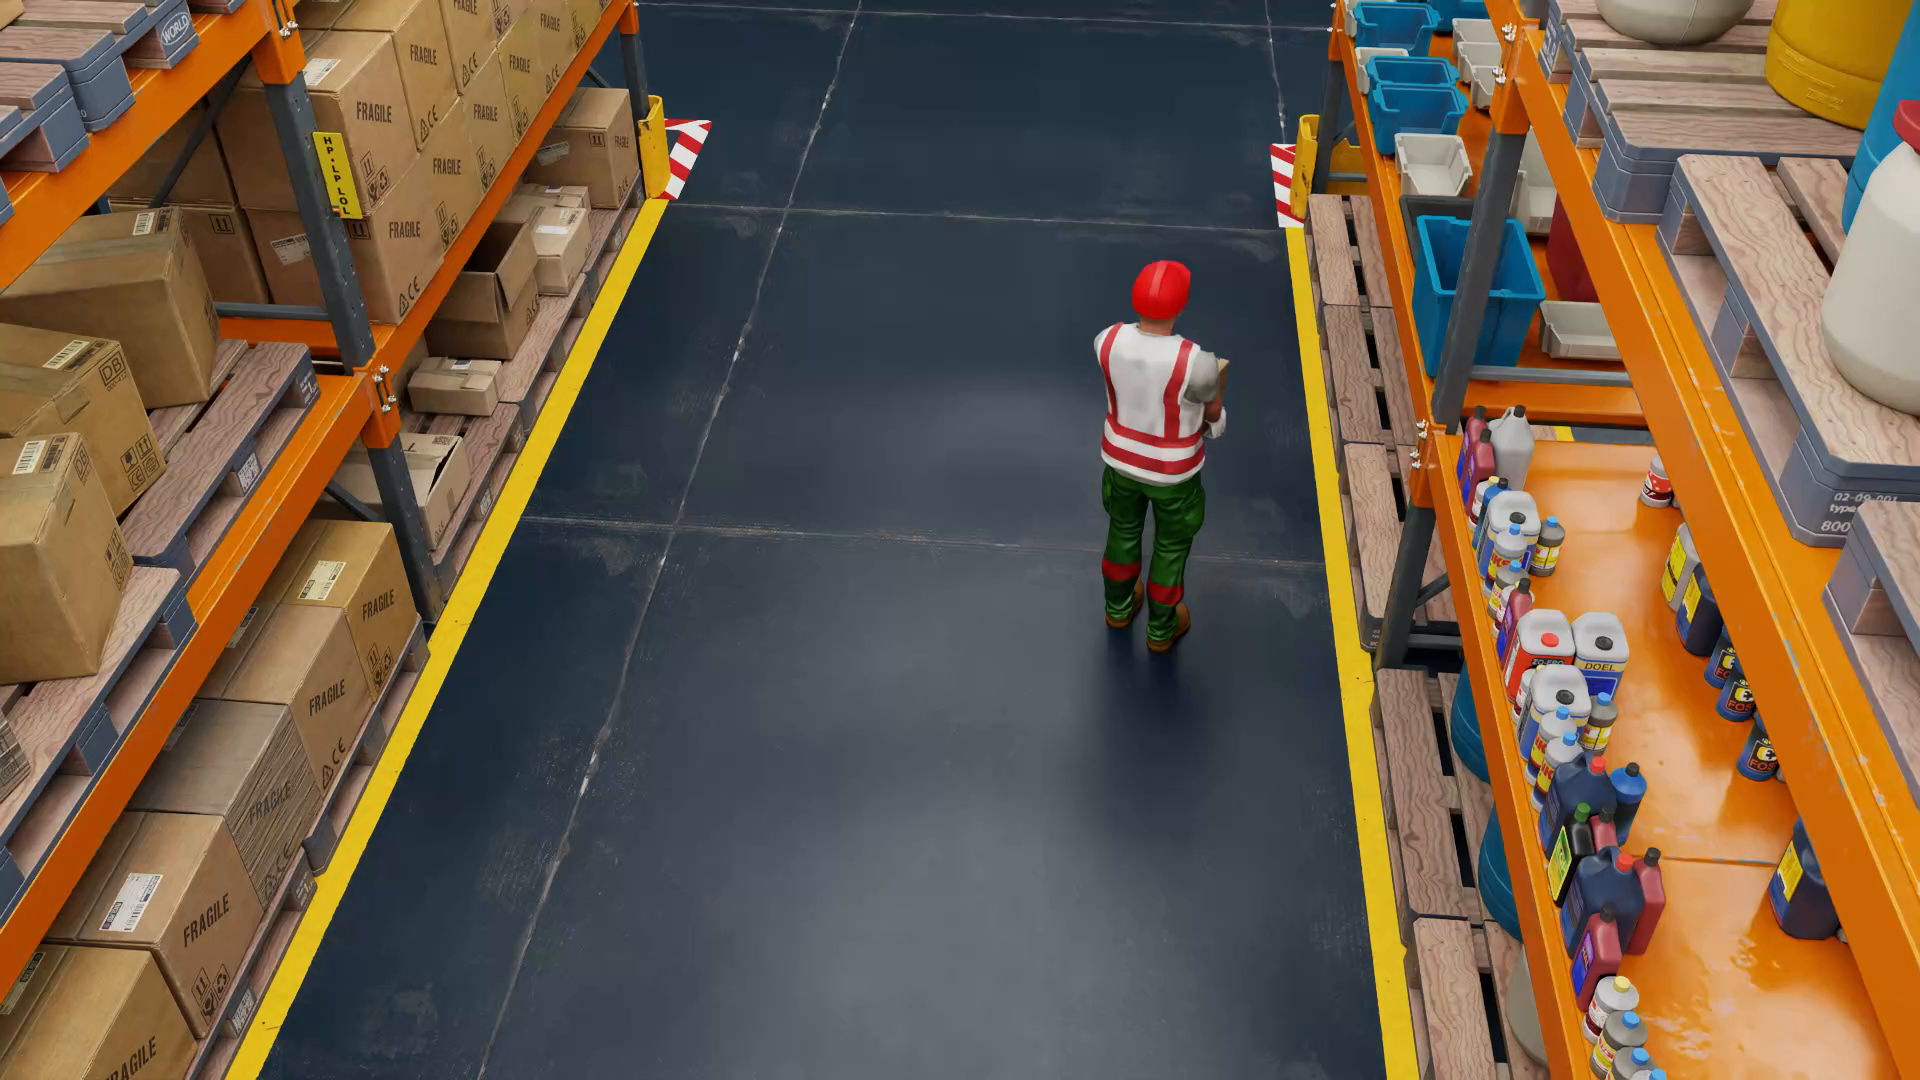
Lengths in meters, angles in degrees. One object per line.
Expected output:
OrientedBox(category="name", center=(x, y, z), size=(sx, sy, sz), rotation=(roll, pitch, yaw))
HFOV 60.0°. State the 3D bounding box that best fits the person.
OrientedBox(category="person", center=(0.794, -0.373, 6.588), size=(0.495, 1.786, 0.550), rotation=(20, 44, 22))
